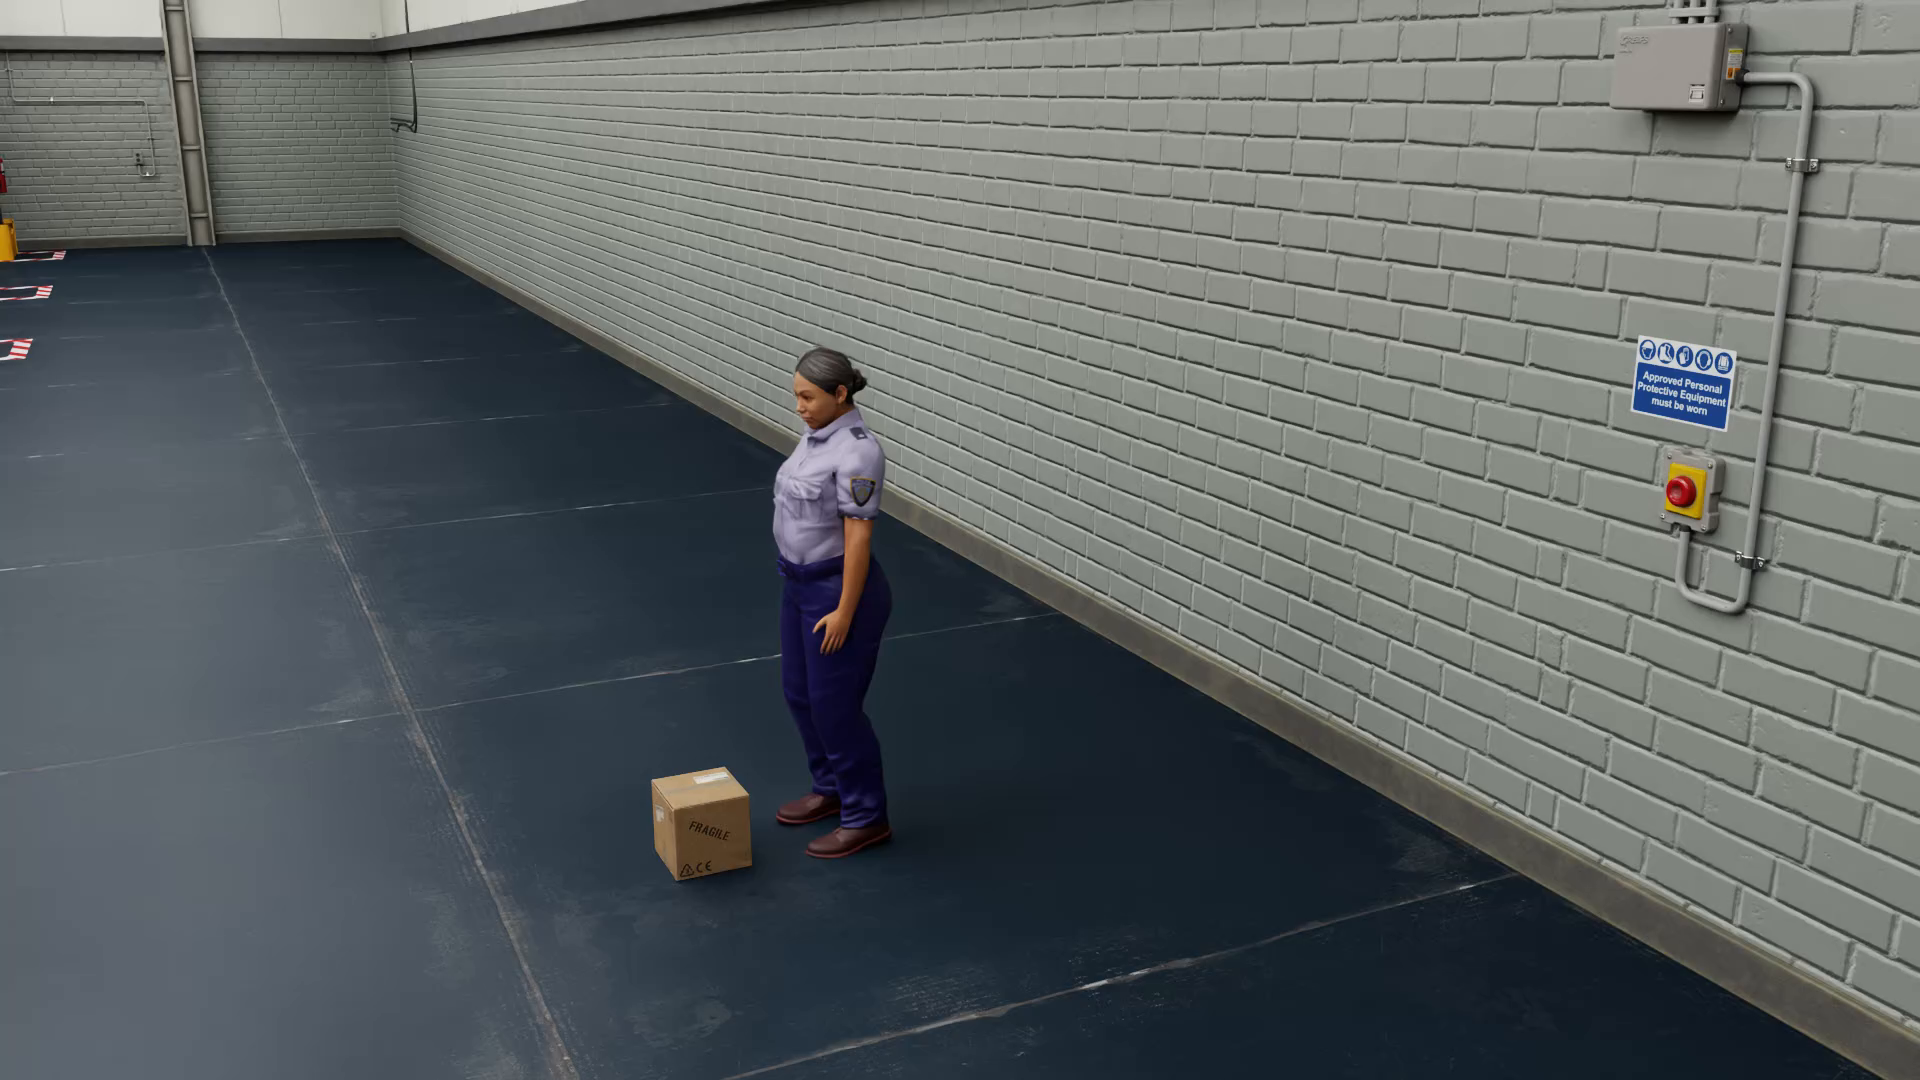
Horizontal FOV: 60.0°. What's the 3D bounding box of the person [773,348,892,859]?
[{"bbox_3d":[-0.408,0.205,5.367,0.340,1.634,0.473,-7,17,-24],"label":"person"}]
